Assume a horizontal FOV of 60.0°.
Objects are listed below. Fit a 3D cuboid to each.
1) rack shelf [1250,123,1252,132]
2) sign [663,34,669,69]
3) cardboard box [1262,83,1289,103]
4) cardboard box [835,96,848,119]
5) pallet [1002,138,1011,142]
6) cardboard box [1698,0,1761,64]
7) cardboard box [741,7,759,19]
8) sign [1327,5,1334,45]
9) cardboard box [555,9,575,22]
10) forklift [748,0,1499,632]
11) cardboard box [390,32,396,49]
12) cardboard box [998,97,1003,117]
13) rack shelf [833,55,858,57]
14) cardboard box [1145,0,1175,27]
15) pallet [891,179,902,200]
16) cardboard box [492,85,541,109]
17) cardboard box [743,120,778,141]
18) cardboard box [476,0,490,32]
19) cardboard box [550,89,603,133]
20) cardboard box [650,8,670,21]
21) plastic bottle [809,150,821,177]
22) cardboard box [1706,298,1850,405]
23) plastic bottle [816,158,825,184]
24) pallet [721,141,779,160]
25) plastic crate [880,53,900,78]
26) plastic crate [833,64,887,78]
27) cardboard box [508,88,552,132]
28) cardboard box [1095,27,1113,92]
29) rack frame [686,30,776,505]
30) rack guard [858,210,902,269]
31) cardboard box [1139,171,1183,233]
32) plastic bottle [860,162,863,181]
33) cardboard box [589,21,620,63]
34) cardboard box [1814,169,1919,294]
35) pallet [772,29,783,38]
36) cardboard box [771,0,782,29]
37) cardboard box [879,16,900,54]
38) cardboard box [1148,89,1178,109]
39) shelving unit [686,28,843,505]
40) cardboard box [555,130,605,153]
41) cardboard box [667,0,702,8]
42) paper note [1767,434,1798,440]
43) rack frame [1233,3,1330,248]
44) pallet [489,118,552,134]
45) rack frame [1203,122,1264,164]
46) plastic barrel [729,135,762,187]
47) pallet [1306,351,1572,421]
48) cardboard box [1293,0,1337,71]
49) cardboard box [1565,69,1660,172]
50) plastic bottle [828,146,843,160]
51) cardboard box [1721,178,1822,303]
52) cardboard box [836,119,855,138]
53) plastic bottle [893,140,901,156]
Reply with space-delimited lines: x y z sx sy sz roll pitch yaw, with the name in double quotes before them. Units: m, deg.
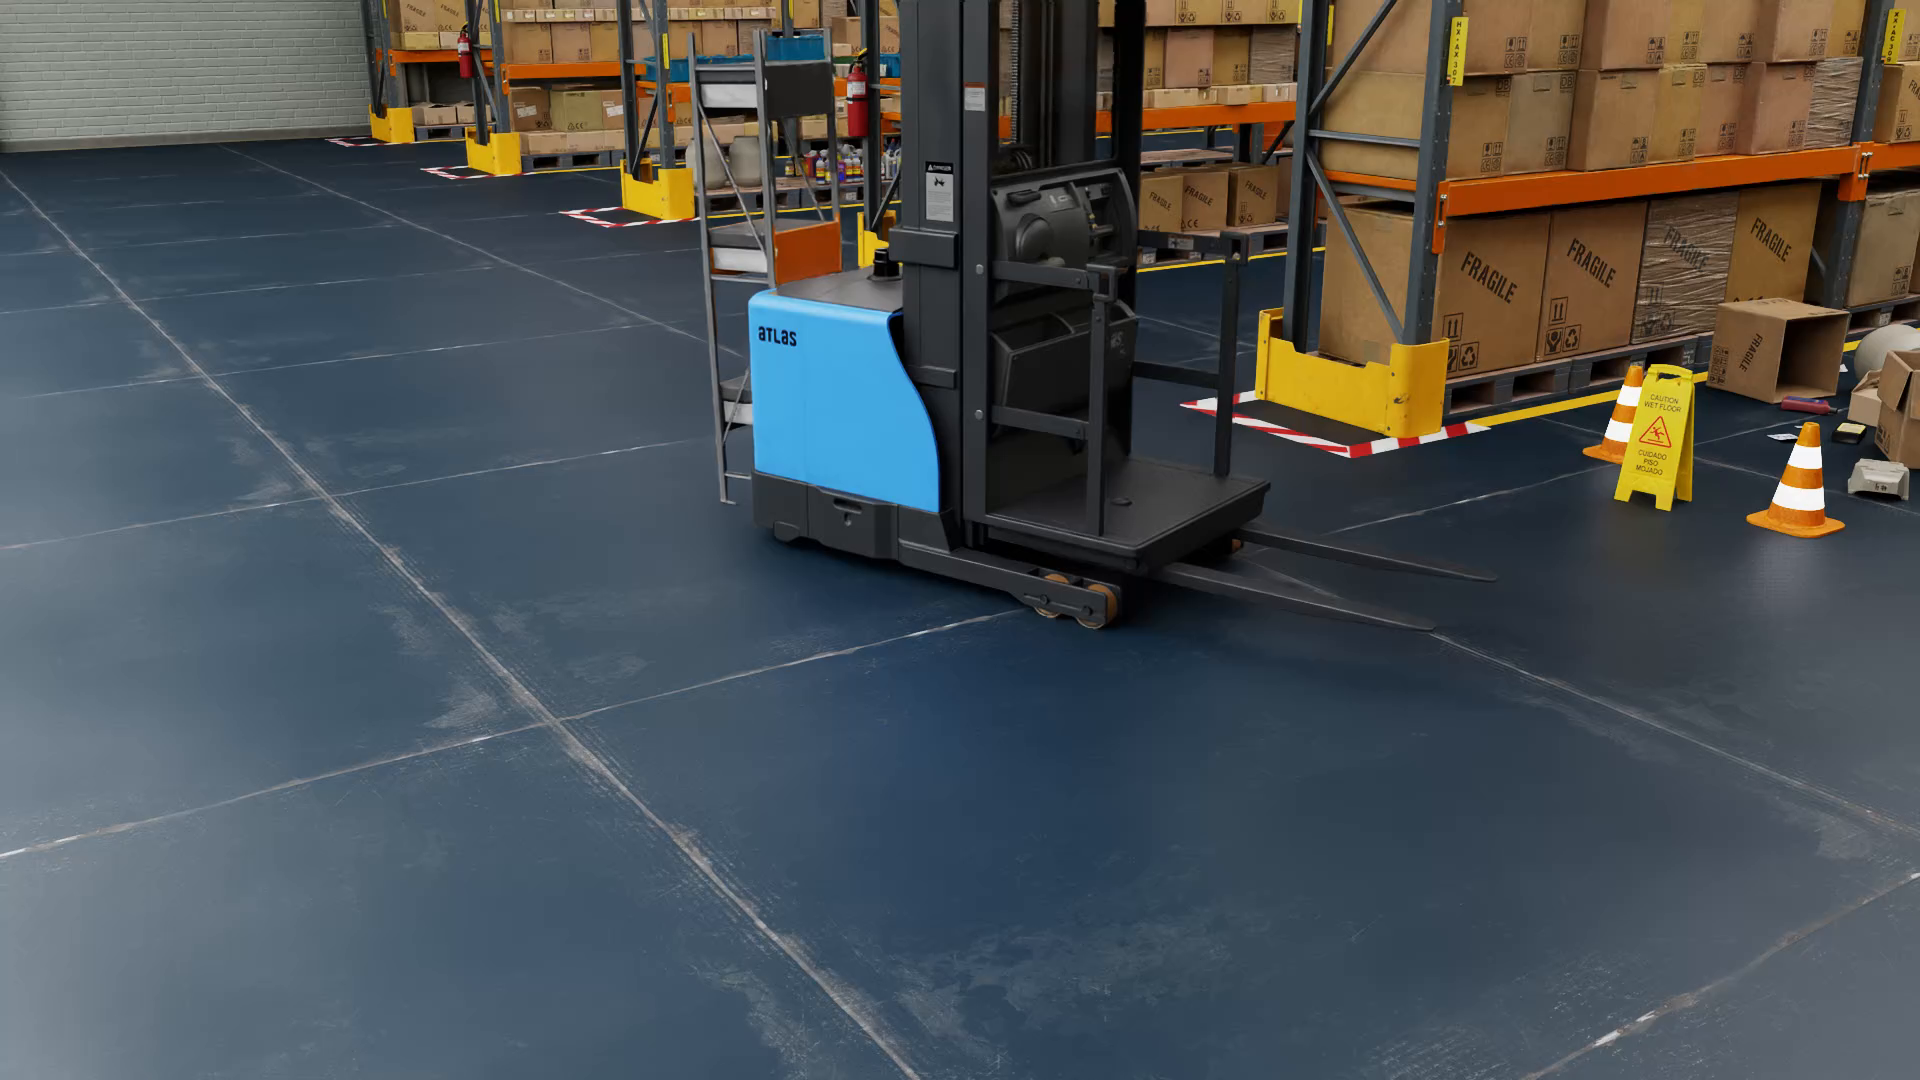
"rack shelf" 4.551 -4.202 16.114 4.000 0.370 1.077 -12 22 -31
"sign" -2.885 -4.794 16.310 0.005 0.325 0.100 -12 22 -31
"cardboard box" 2.649 -3.914 14.530 0.250 0.149 0.380 -12 22 -31
"cardboard box" -1.662 -6.096 23.355 0.500 0.311 0.500 -12 22 -32
"pallet" 0.067 -6.090 24.929 1.213 0.211 1.003 -12 22 -31
"cardboard box" 4.275 -3.187 10.067 0.550 0.550 0.875 -12 22 -31
"cardboard box" -2.882 -7.047 22.238 0.250 0.149 0.380 -12 22 -33
"sign" 3.185 -4.457 14.393 0.005 0.325 0.100 -12 22 -31
"cardboard box" -5.031 -6.593 20.895 0.250 0.149 0.380 -12 22 -31
"forklift" 0.583 -1.245 6.352 3.031 2.935 1.130 13 23 34
"cardboard box" -8.349 -7.533 25.048 0.500 0.250 0.500 -12 22 -31
"cardboard box" 0.128 -3.392 12.988 0.250 0.149 0.380 -12 22 -31
"rack shelf" -0.894 -6.853 23.954 4.000 0.370 1.077 -12 22 -31
"cardboard box" 1.401 -4.436 13.502 0.500 0.500 0.500 -12 22 -31
"pallet" -0.427 -4.087 19.005 1.213 0.211 1.003 -12 22 -31
"cardboard box" -6.889 -6.799 25.889 0.500 0.500 0.700 -14 23 -35
"cardboard box" -2.832 -5.597 22.755 0.500 0.250 0.500 -12 22 -31
"cardboard box" -7.216 -7.932 25.055 0.500 0.500 0.500 -13 22 -33
"cardboard box" -4.919 -5.512 21.331 0.500 0.500 0.500 -12 22 -31
"cardboard box" -3.955 -6.820 21.564 0.250 0.149 0.380 -11 22 -30
"plastic bottle" -1.607 -4.182 18.486 0.133 0.283 0.061 -12 22 -31
"cardboard box" 4.792 -1.115 9.759 0.500 0.500 0.500 -8 20 -22
"plastic bottle" -1.499 -3.963 17.856 0.097 0.271 0.097 0 19 0
"pallet" -3.252 -5.391 22.862 1.213 0.211 1.003 -12 22 -31
"plastic crate" -0.619 -5.177 18.108 0.616 0.251 0.499 -12 22 -31
"plastic crate" -1.060 -5.037 17.871 0.437 0.136 0.530 -12 22 -31
"cardboard box" -5.621 -5.562 21.480 0.500 0.500 0.500 -12 22 -31
"cardboard box" 0.807 -3.961 13.656 0.500 0.500 0.875 -12 22 -31
"rack frame" -0.971 -1.148 7.338 0.400 2.100 0.015 10 21 31
"rack guard" -0.397 -2.315 13.313 0.348 0.500 1.175 -12 22 -31
"cardboard box" 1.575 -2.912 14.423 0.500 0.500 0.500 -14 23 -36
"plastic bottle" -1.046 -4.025 18.150 0.097 0.201 0.097 0 19 0
"cardboard box" -4.655 -6.442 21.461 0.500 0.500 0.700 -12 22 -31
"cardboard box" 6.801 -2.282 12.167 0.750 0.750 1.050 -12 22 -31
"pallet" -3.582 -8.419 27.765 1.213 0.211 1.003 -12 22 -31
"cardboard box" -3.367 -8.815 27.792 0.500 0.500 0.700 -12 22 -31
"cardboard box" -1.056 -7.200 23.703 0.500 0.500 0.500 -12 22 -31
"cardboard box" 1.602 -3.695 13.883 0.250 0.149 0.380 -12 22 -31
"shelving unit" -0.840 -1.213 7.533 0.431 2.100 0.503 10 21 31
"cardboard box" -4.920 -5.157 21.452 0.500 0.250 0.500 -12 22 -31
"cardboard box" -3.772 -7.246 21.812 0.500 0.500 0.700 -12 22 -31
"paper note" 4.392 -0.549 8.824 0.142 0.017 0.144 -4 19 -13
"rack frame" 2.880 -4.191 14.957 0.127 3.000 1.000 -12 22 -31
"pallet" -6.854 -6.500 26.143 1.213 0.211 1.003 -12 22 -31
"rack frame" 3.497 -6.220 20.960 0.127 3.000 1.000 -12 22 -31
"plastic barrel" -2.258 -4.056 17.787 0.421 0.512 0.421 0 19 0
"pallet" 2.808 -0.982 9.821 1.213 0.211 1.003 -12 22 -31
"cardboard box" 3.621 -4.776 15.097 1.000 1.000 1.000 -12 22 -31
"cardboard box" 3.452 -2.458 9.597 0.550 0.550 0.875 -12 22 -31
"plastic bottle" -1.414 -4.297 18.720 0.185 0.351 0.144 -11 22 -29
"cardboard box" 4.960 -1.947 10.981 0.875 0.875 0.875 -12 22 -31
"cardboard box" -1.664 -5.832 23.449 0.500 0.250 0.500 -11 22 -30
"plastic bottle" -0.667 -4.399 19.023 0.185 0.351 0.144 -12 22 -31
